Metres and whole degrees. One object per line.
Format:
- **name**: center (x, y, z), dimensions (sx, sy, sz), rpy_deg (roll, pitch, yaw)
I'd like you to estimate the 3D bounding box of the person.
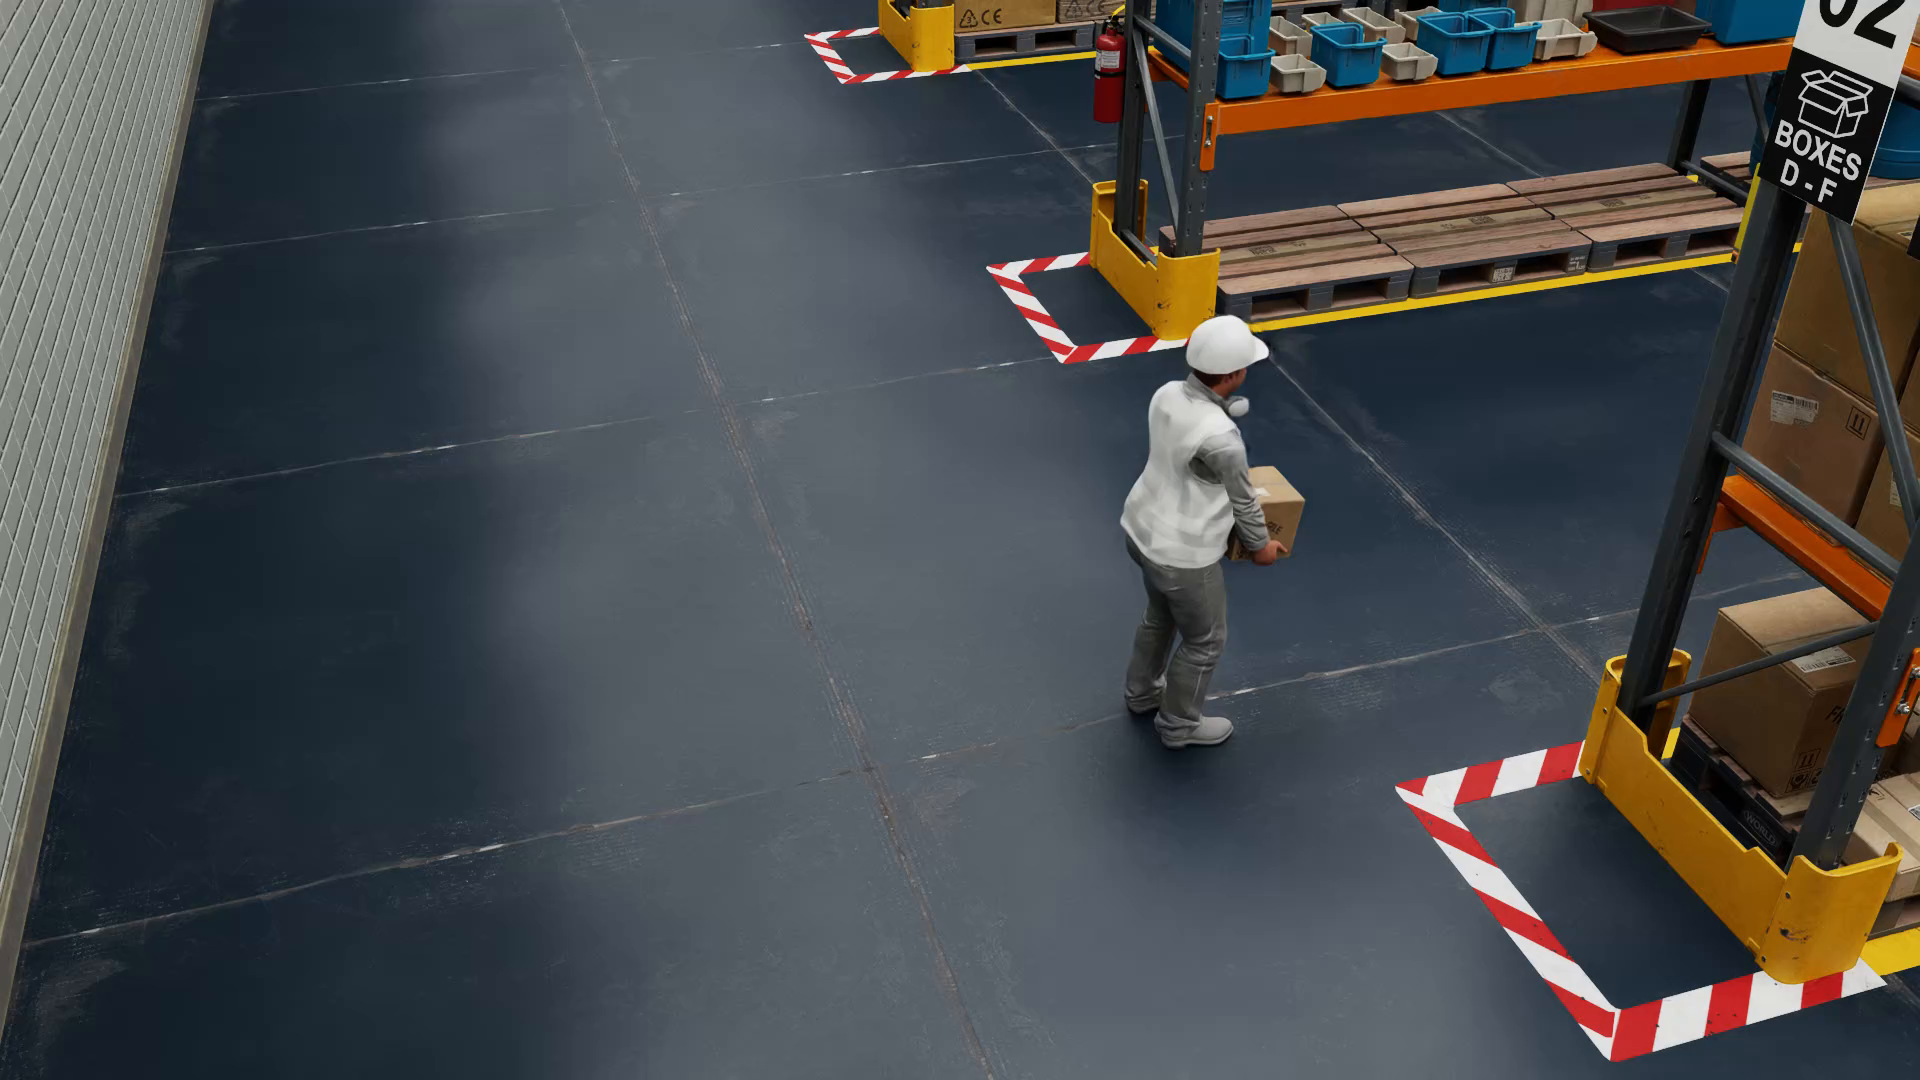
- **person**: center (0.891, -0.023, 6.167), dimensions (0.571, 1.763, 0.489), rpy_deg (-11, 35, -16)
